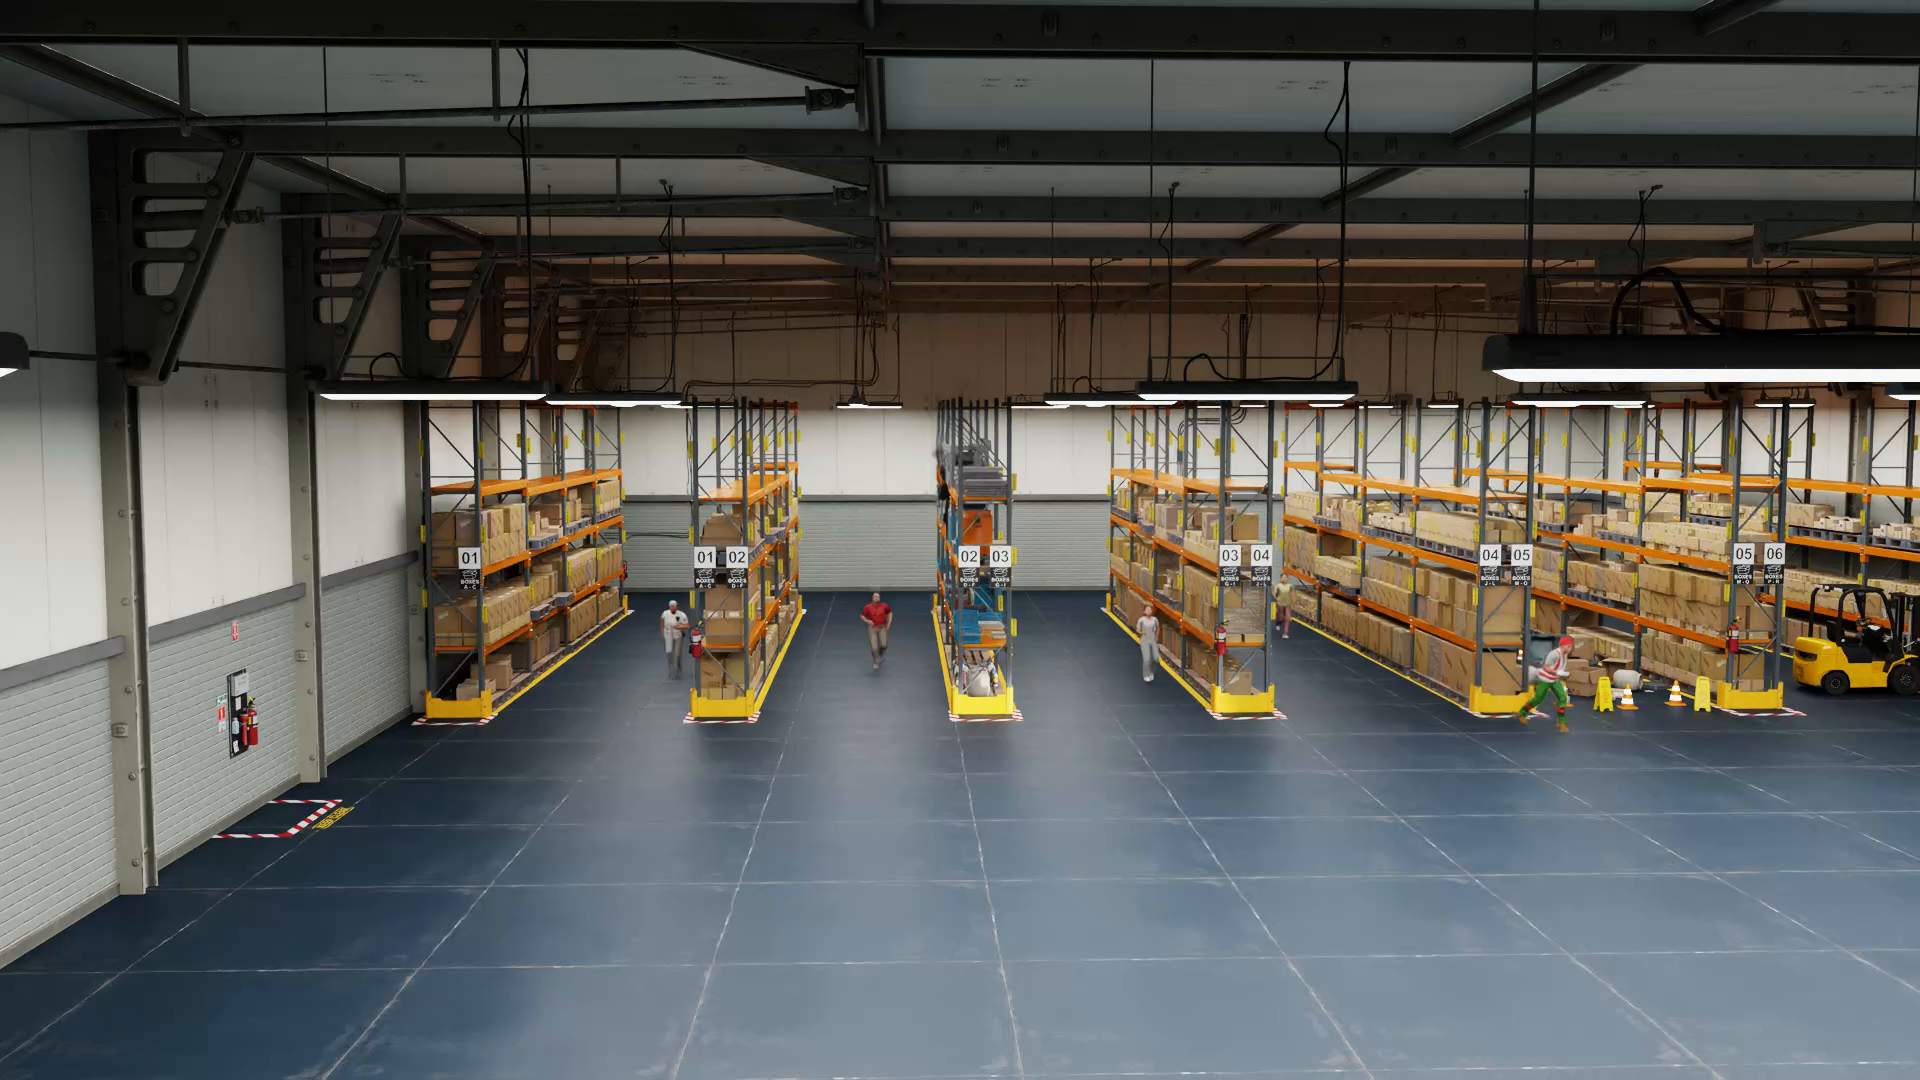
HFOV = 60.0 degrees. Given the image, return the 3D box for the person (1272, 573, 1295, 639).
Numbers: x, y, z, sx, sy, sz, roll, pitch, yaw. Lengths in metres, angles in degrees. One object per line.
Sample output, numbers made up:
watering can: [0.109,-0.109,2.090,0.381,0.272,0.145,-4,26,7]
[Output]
person: [8.218,1.657,42.119,0.593,1.635,0.882,0,4,-2]

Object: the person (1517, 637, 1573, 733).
person: [10.564,2.568,29.969,0.707,1.722,1.043,-4,6,-44]

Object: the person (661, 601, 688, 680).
person: [-6.147,2.140,35.849,0.627,1.713,0.858,0,4,1]

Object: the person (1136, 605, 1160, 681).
person: [4.007,2.181,35.122,0.553,1.628,0.564,-1,4,-9]

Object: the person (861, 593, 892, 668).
person: [-1.840,2.018,37.032,0.728,1.687,0.543,-1,5,-11]
